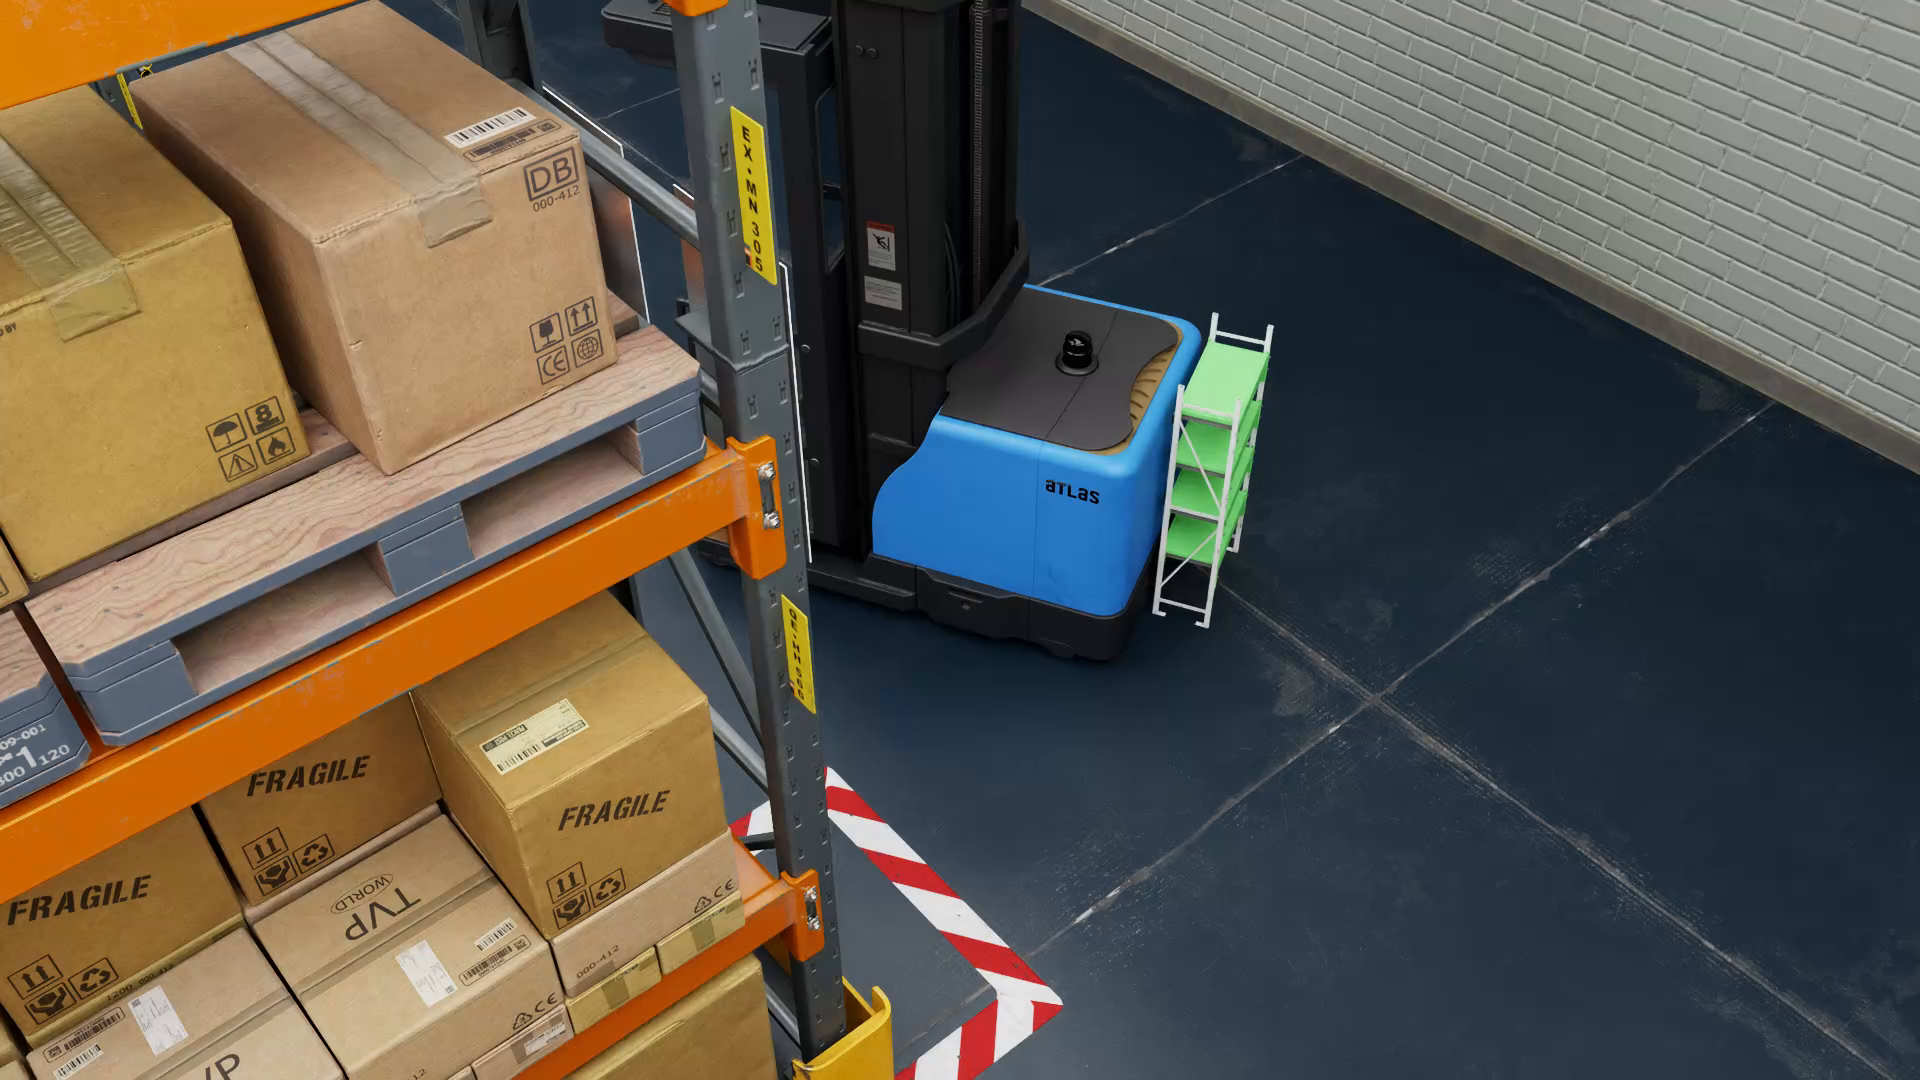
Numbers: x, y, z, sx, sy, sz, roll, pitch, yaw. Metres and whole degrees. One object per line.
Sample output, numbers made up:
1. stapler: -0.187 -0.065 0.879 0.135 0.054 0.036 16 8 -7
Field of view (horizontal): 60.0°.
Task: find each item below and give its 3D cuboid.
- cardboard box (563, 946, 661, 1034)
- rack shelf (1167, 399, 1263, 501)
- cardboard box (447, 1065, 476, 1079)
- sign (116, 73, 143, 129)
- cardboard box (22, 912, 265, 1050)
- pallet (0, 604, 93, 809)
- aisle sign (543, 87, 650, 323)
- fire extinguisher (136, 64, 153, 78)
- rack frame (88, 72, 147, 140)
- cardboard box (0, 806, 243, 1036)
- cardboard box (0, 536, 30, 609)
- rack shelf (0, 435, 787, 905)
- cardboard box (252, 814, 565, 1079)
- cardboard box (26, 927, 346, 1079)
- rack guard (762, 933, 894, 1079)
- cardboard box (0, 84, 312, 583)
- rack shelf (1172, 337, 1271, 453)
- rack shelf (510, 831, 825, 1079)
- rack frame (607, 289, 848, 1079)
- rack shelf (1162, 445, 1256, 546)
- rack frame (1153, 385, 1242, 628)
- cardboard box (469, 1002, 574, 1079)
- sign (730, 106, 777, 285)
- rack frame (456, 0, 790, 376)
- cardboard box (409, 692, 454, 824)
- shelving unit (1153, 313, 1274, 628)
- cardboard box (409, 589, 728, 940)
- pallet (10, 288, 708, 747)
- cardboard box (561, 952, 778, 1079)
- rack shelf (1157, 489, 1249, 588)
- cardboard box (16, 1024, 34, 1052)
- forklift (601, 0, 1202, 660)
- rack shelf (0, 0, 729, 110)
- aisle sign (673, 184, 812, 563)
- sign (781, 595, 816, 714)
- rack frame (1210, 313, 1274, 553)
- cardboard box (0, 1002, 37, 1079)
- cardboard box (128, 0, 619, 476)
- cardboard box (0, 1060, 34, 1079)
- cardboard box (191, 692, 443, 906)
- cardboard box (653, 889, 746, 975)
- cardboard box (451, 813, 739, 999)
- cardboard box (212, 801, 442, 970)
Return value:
1. cardboard box: -0.969 1.018 4.213 0.250 0.149 0.380 -29 51 -28
2. rack shelf: 1.010 -0.389 6.584 0.258 0.148 0.480 15 45 15
3. cardboard box: -1.355 1.237 3.979 0.250 0.149 0.380 -29 50 -27
4. sign: -3.521 -1.897 7.013 0.005 0.325 0.100 -30 51 -28
5. cardboard box: -2.033 0.947 3.996 0.500 0.250 0.500 -32 52 -29
6. pallet: -2.208 0.291 2.677 1.213 0.211 1.003 -30 51 -28
7. aisle sign: -0.846 -0.655 3.911 0.004 0.787 0.394 -30 51 -28
8. fire extinguisher: -3.479 -1.783 7.340 0.183 0.674 0.296 -30 51 -28
9. rack frame: -3.887 -2.119 7.369 0.127 3.000 1.000 -30 51 -28
10. cardboard box: -2.027 0.674 3.740 0.500 0.500 0.500 -31 51 -29
11. cardboard box: -1.948 -0.145 2.623 0.500 0.500 0.700 -33 52 -30
12. rack shelf: -2.243 0.529 2.884 4.000 0.370 1.077 -30 51 -28
13. cardboard box: -1.300 1.002 3.937 0.500 0.250 0.500 -31 51 -29
14. cardboard box: -1.690 1.226 3.699 0.500 0.250 0.500 -32 52 -29
15. rack guard: -0.690 1.382 5.467 0.348 0.500 1.175 -30 51 -28
16. cardboard box: -1.582 -0.397 2.892 0.500 0.500 0.700 -32 52 -29
17. rack shelf: 1.010 -0.564 6.419 0.258 0.148 0.480 15 45 15
18. rack shelf: -2.243 1.622 3.911 4.000 0.370 1.077 -30 51 -28
19. rack frame: -0.709 0.482 4.600 0.127 3.000 1.000 -30 51 -28
20. rack shelf: 1.010 -0.214 6.748 0.258 0.148 0.480 15 45 15
21. rack frame: 0.922 -0.105 6.538 0.240 1.200 0.015 15 45 15
22. cardboard box: -1.163 1.128 4.095 0.250 0.149 0.380 -30 51 -28
23. sign: -0.371 -0.615 2.987 0.005 0.325 0.100 -30 51 -28
24. rack frame: -0.709 -1.705 2.546 0.127 3.000 1.000 -30 51 -28
25. cardboard box: -1.250 0.497 4.476 0.500 0.250 0.500 -31 51 -29
26. shelving unit: 1.010 -0.260 6.704 0.258 1.200 0.503 15 45 15
27. cardboard box: -0.914 0.506 3.918 0.500 0.500 0.500 -29 50 -27
28. pallet: -1.271 -0.248 3.250 1.213 0.211 1.003 -30 51 -28
29. cardboard box: -1.149 1.426 4.839 0.875 0.875 0.875 -30 51 -28
30. rack shelf: 1.010 -0.039 6.912 0.258 0.148 0.480 15 45 15
31. cardboard box: -2.372 1.232 3.984 0.250 0.149 0.380 -31 51 -29
32. forklift: -0.586 -1.228 6.471 3.031 2.935 1.130 15 45 16
33. rack shelf: -2.243 -0.419 1.994 4.000 0.370 1.077 -30 51 -28
34. aisle sign: -0.461 -0.340 3.576 0.004 0.787 0.394 -30 51 -28
35. sign: -0.371 0.264 3.812 0.005 0.325 0.100 -30 51 -28
36. rack frame: 1.099 -0.416 6.870 0.240 1.200 0.015 15 45 15
37. cardboard box: -2.429 1.179 3.749 0.500 0.250 0.500 -31 51 -29
38. cardboard box: -1.073 -0.581 3.087 0.500 0.500 0.700 -33 52 -30
39. cardboard box: -2.087 1.457 3.453 0.500 0.250 0.500 -30 51 -28
40. cardboard box: -1.634 0.443 3.985 0.500 0.500 0.500 -31 51 -29
41. cardboard box: -0.771 0.902 4.335 0.250 0.149 0.380 -29 50 -27
42. cardboard box: -0.910 0.780 4.174 0.500 0.250 0.500 -31 51 -28
43. cardboard box: -1.645 0.729 4.229 0.500 0.250 0.500 -30 51 -28
